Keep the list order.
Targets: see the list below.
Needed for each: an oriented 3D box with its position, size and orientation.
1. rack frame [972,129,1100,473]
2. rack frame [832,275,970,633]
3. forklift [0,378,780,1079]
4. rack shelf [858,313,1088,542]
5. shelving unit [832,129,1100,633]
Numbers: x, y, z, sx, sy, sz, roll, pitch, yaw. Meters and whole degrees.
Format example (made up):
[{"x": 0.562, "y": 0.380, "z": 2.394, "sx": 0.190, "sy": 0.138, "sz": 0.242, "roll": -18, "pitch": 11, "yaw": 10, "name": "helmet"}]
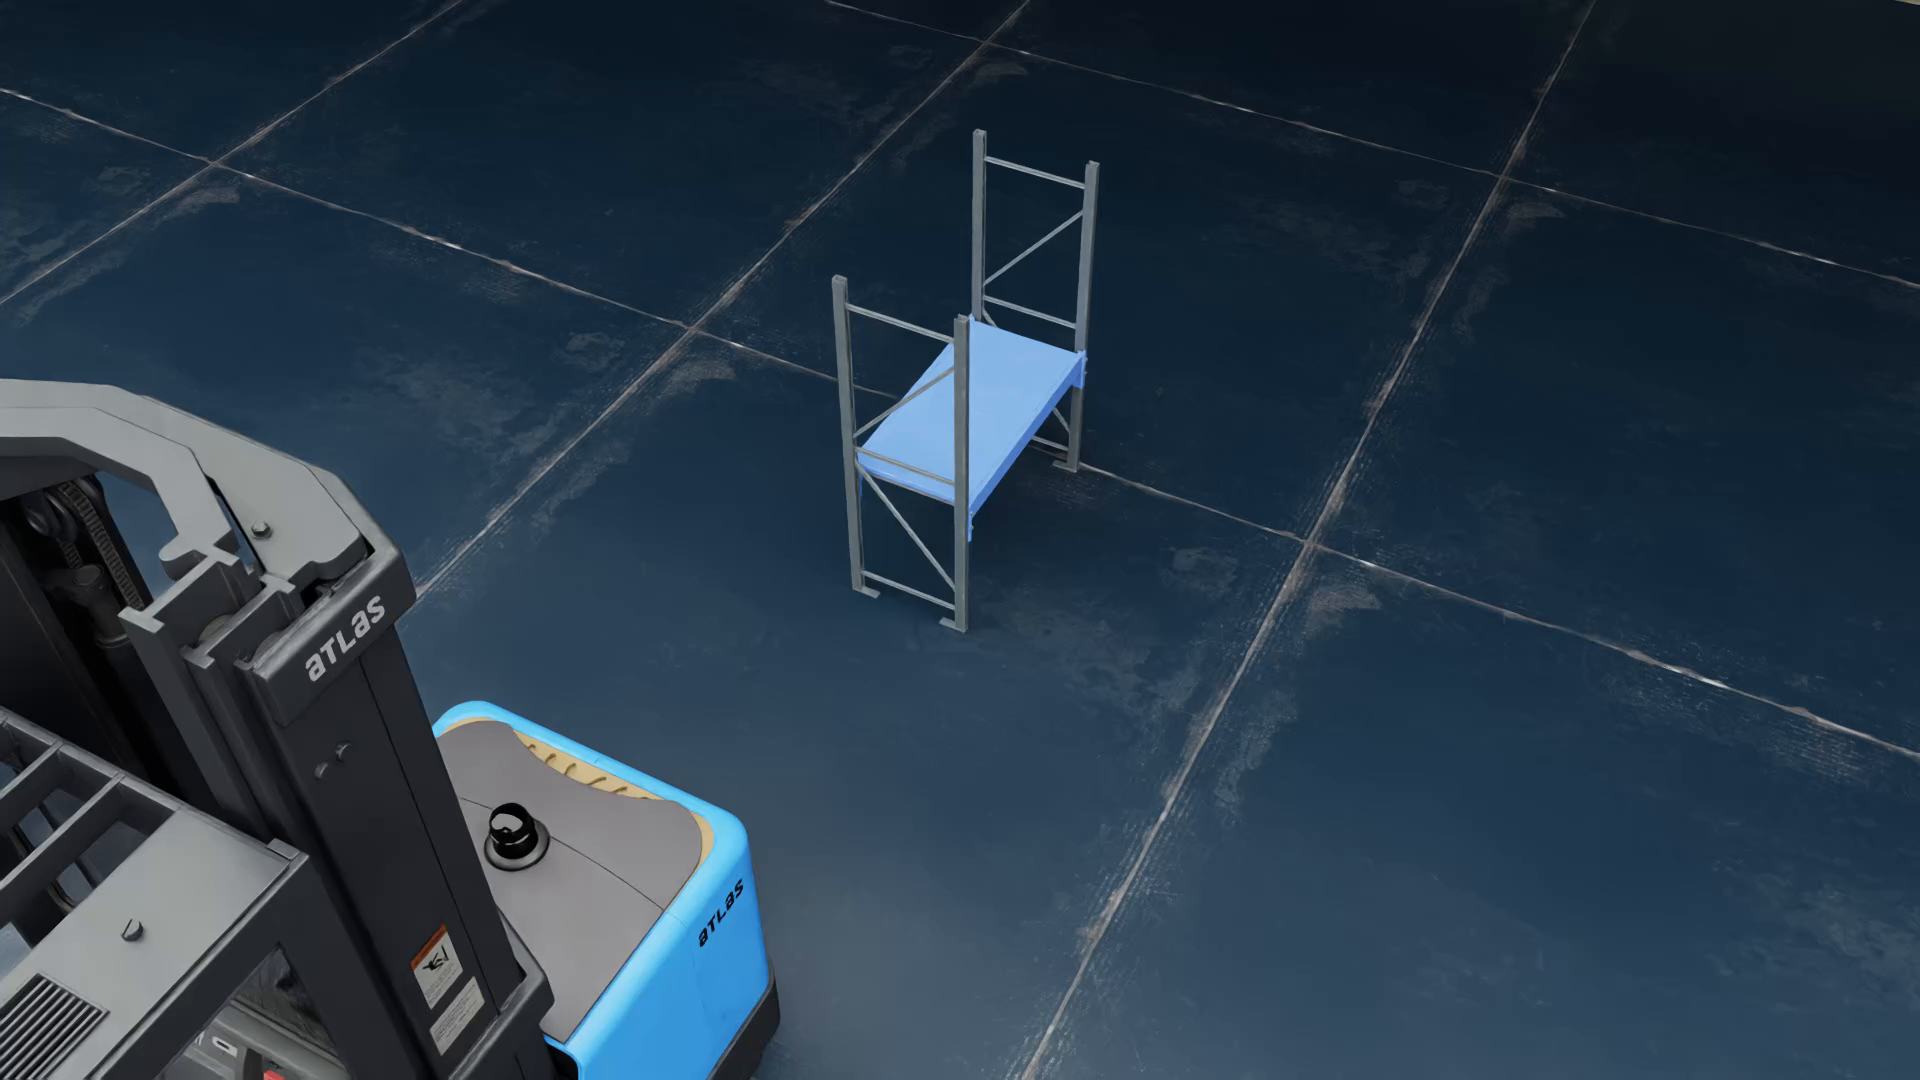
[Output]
[{"x": 0.276, "y": -0.901, "z": 6.586, "sx": 0.500, "sy": 1.500, "sz": 0.032, "roll": 20, "pitch": 49, "yaw": 19, "name": "rack frame"}, {"x": -0.196, "y": -0.261, "z": 5.953, "sx": 0.500, "sy": 1.500, "sz": 0.032, "roll": 20, "pitch": 49, "yaw": 19, "name": "rack frame"}, {"x": -1.692, "y": 1.254, "z": 3.450, "sx": 1.130, "sy": 2.935, "sz": 3.031, "roll": 21, "pitch": 49, "yaw": 19, "name": "forklift"}, {"x": 0.040, "y": -0.455, "z": 6.398, "sx": 0.538, "sy": 0.185, "sz": 1.000, "roll": 20, "pitch": 49, "yaw": 19, "name": "rack shelf"}, {"x": 0.040, "y": -0.581, "z": 6.270, "sx": 0.538, "sy": 1.500, "sz": 1.048, "roll": 20, "pitch": 49, "yaw": 19, "name": "shelving unit"}]
